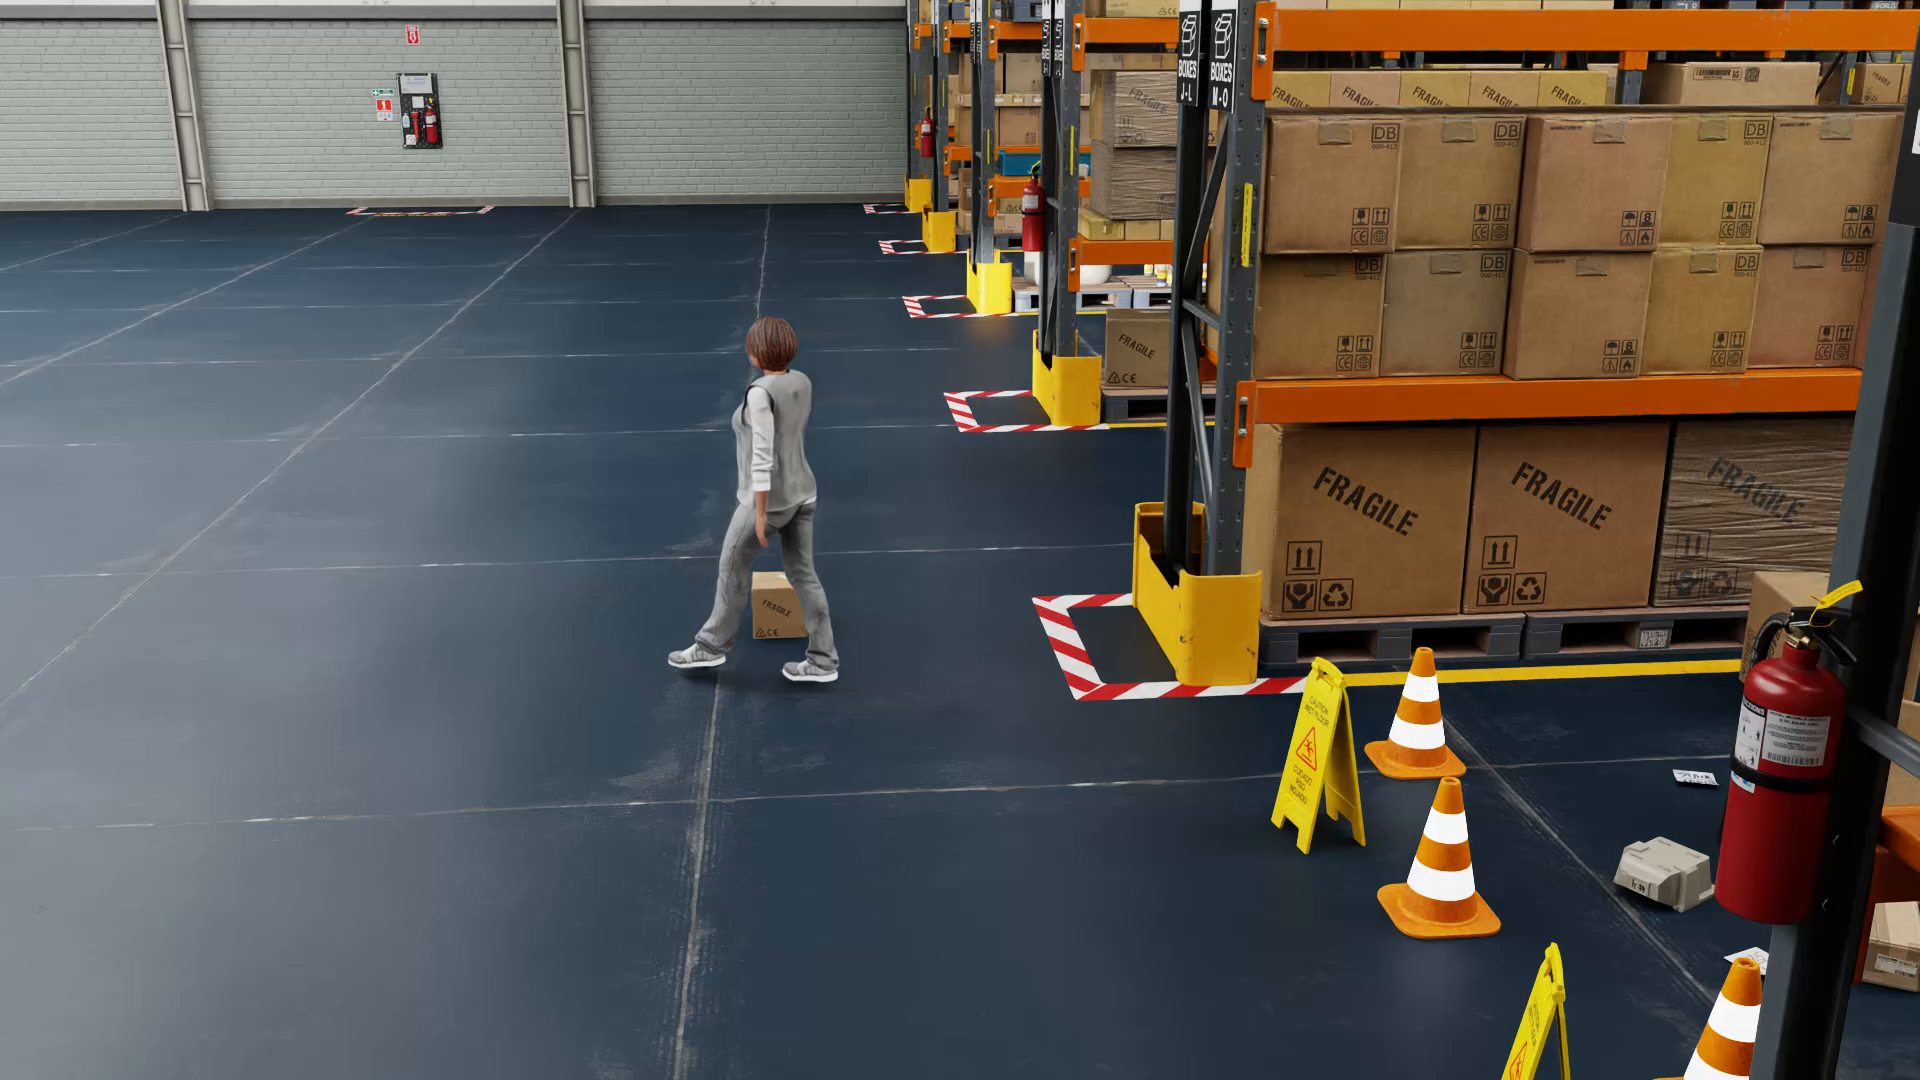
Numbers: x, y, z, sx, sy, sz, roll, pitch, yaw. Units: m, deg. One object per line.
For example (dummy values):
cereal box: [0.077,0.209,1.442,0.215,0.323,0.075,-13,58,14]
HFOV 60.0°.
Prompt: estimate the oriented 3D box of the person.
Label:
person: [-0.857,-0.179,7.090,0.783,1.577,0.444,11,20,31]
